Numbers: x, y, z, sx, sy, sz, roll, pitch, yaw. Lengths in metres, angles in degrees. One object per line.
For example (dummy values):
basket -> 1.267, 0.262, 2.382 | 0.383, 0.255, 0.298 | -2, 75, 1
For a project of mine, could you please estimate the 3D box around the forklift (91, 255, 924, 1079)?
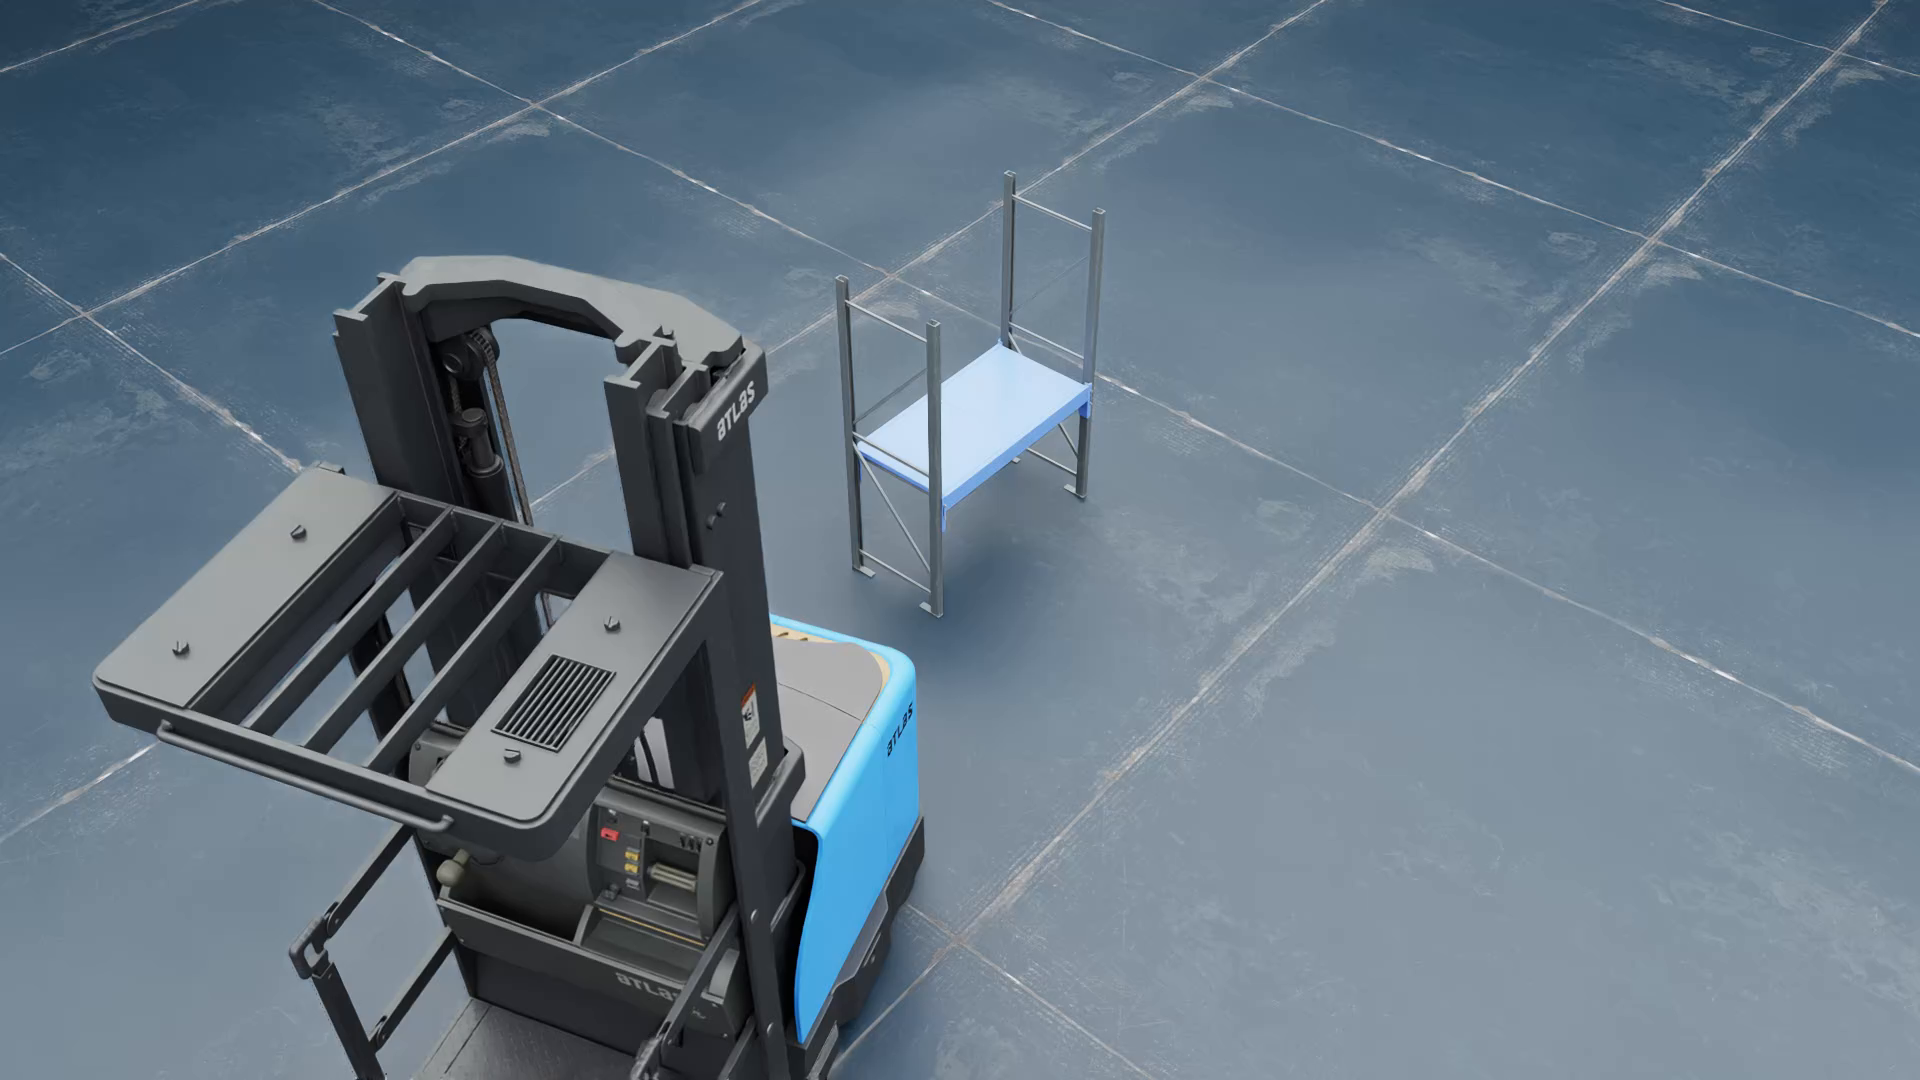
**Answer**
forklift -> -1.134, 0.891, 4.274 | 1.130, 2.935, 3.031 | 15, 44, 15

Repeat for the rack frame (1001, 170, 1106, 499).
rack frame -> 0.382, -0.861, 7.264 | 0.500, 1.500, 0.032 | 29, 50, 28

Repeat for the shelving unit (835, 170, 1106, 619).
shelving unit -> 0.055, -0.599, 6.976 | 0.538, 1.500, 1.048 | 29, 50, 28

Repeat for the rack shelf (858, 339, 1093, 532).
rack shelf -> 0.055, -0.466, 7.097 | 0.538, 0.185, 1.000 | 29, 50, 28

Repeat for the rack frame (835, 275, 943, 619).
rack frame -> -0.272, -0.337, 6.688 | 0.500, 1.500, 0.032 | 29, 50, 28
